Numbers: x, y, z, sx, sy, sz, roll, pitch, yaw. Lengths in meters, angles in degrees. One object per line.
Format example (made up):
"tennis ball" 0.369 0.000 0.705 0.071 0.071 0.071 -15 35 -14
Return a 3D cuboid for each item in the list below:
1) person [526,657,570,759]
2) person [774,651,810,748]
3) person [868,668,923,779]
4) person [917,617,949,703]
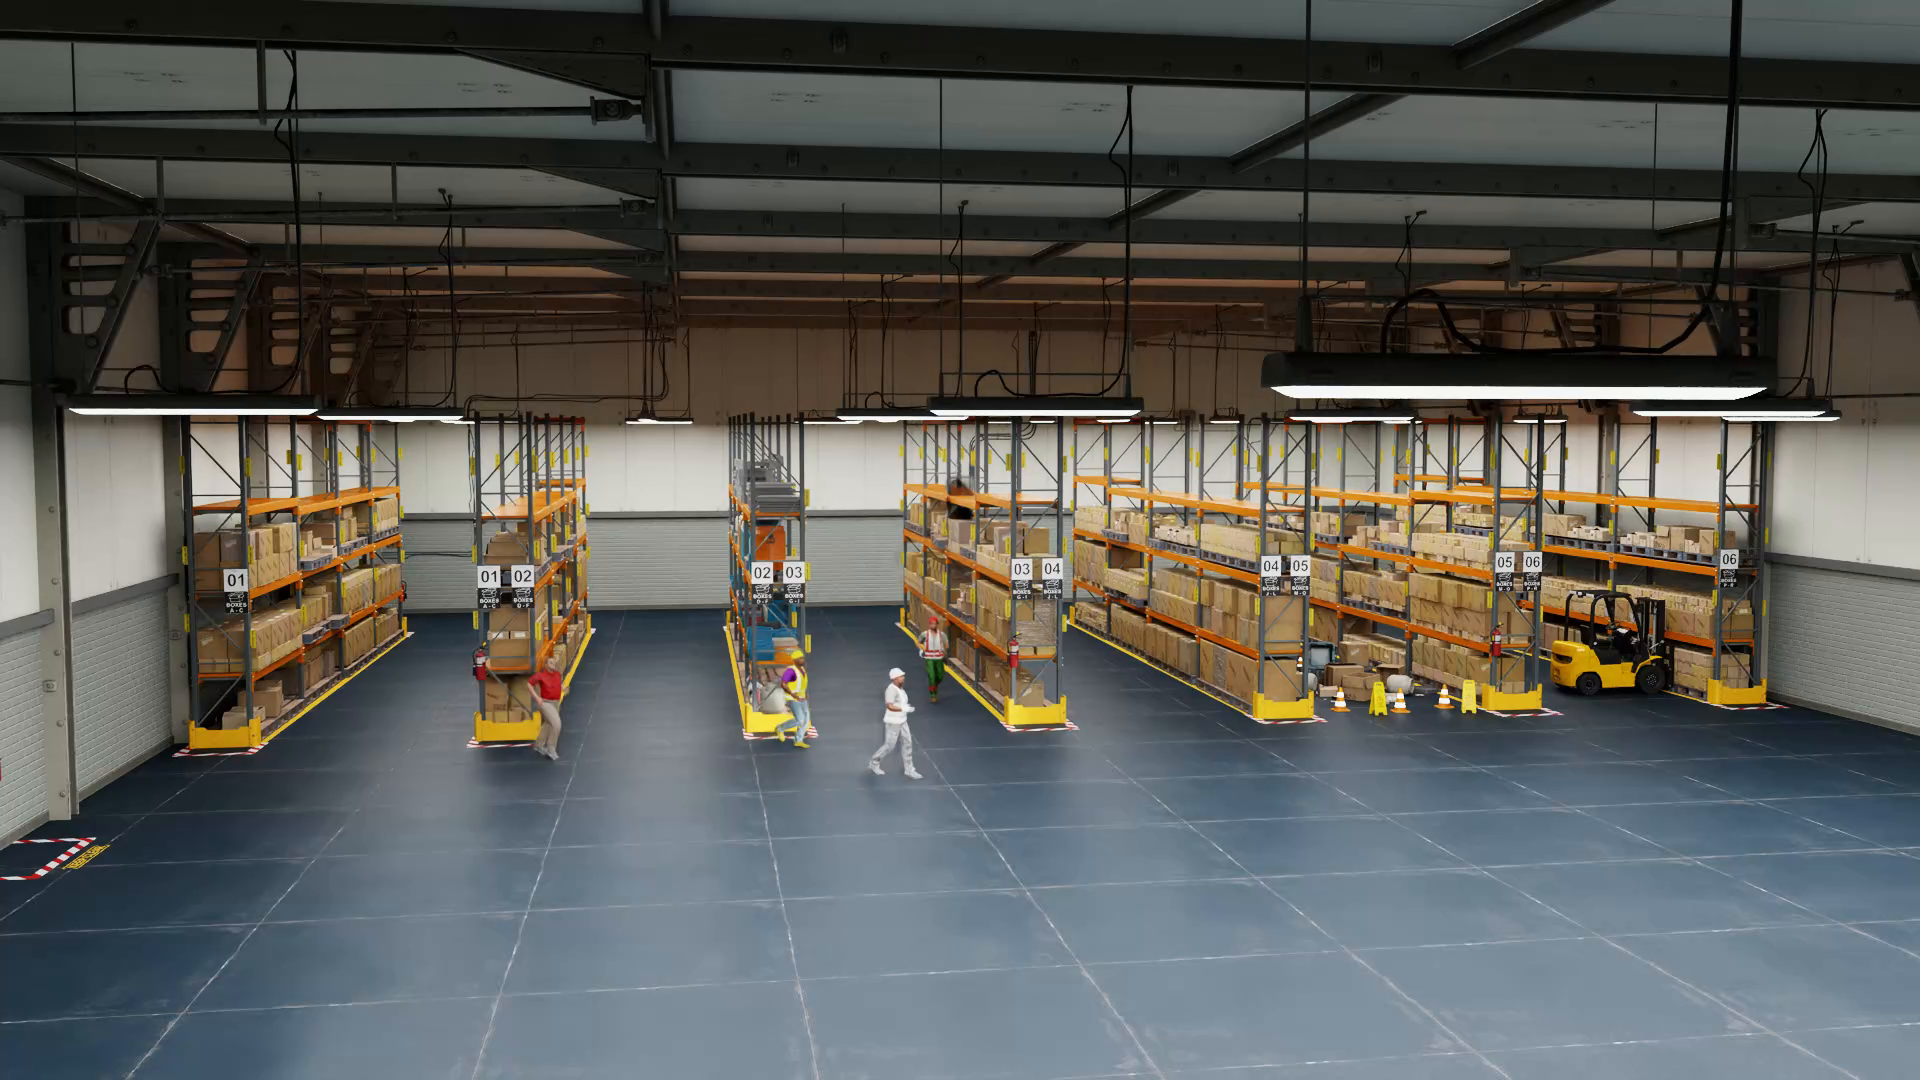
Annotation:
"person" -7.109 2.921 28.832 0.733 1.796 0.648 2 4 23
"person" -2.989 2.844 29.761 0.654 1.750 0.717 1 4 15
"person" -1.066 2.984 27.043 0.894 1.808 0.667 1 4 16
"person" -0.555 2.484 34.715 0.669 1.760 0.868 -1 4 -10
